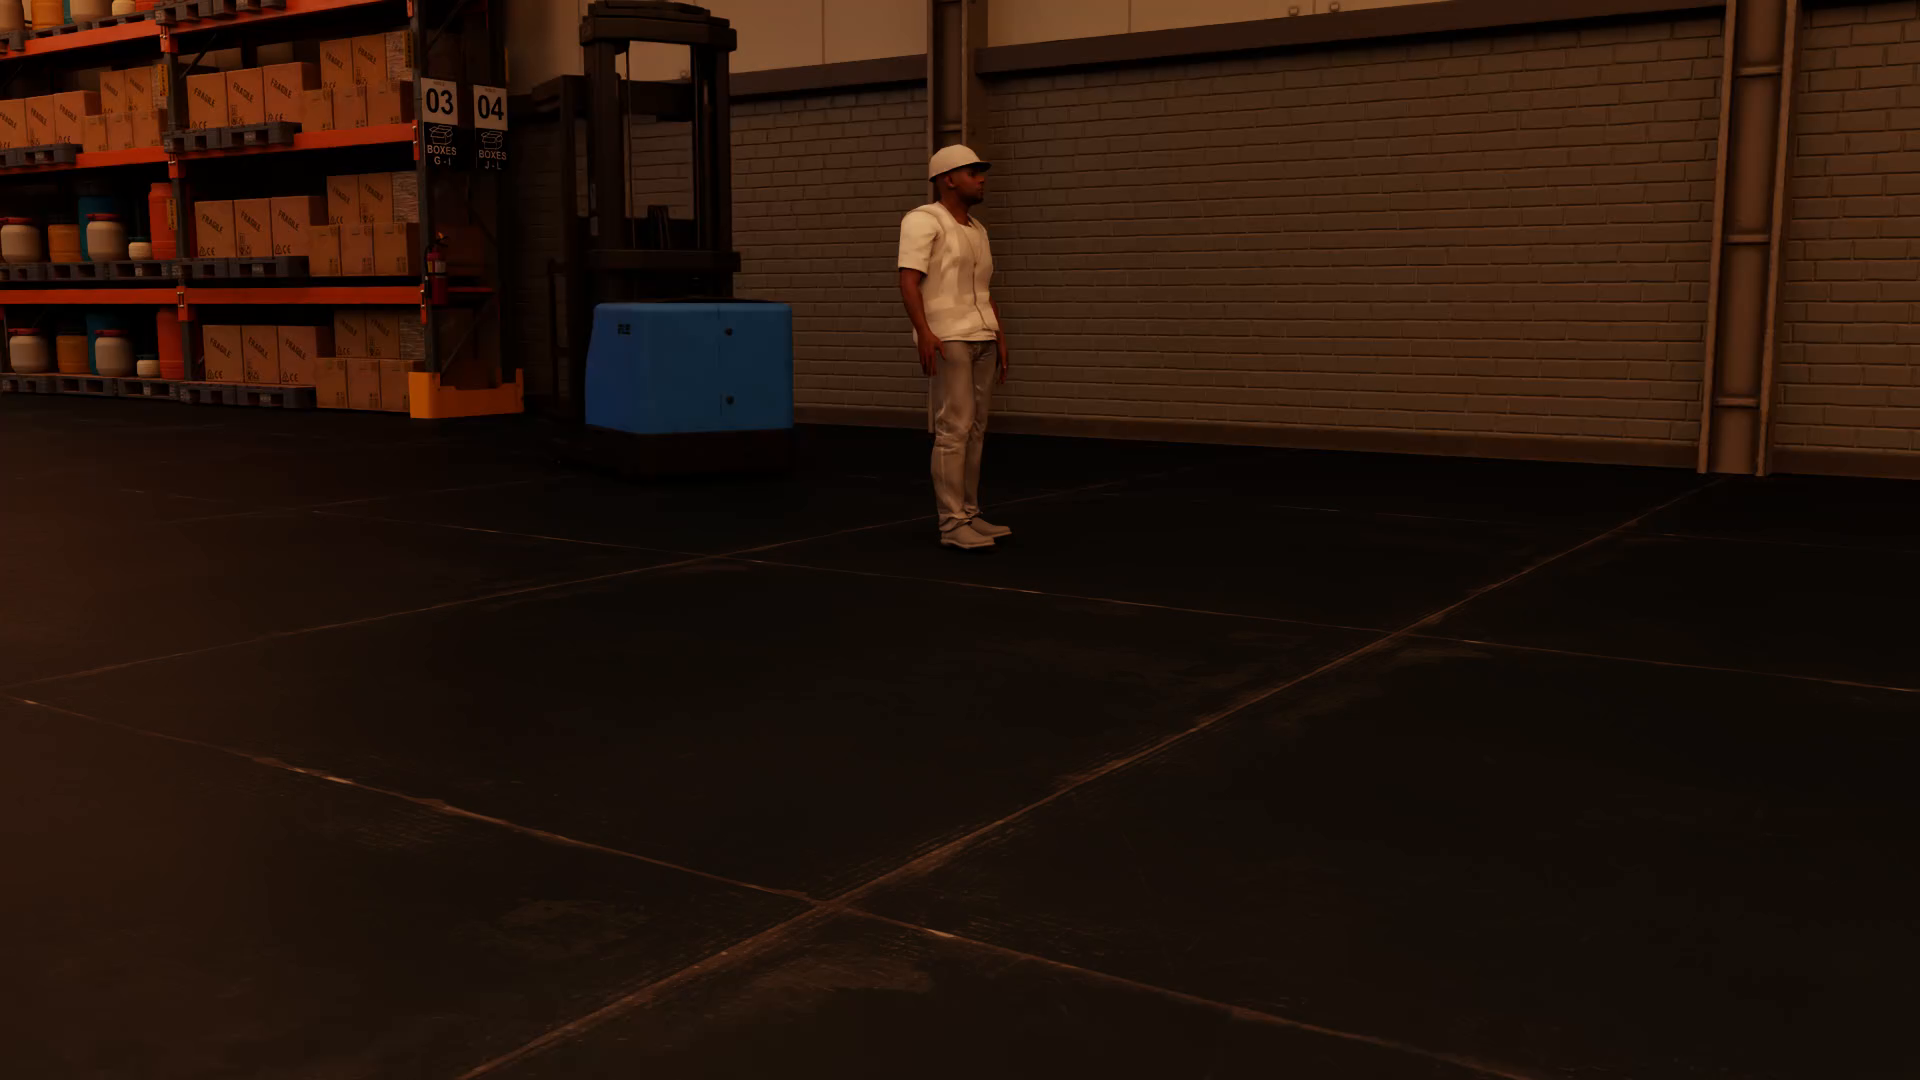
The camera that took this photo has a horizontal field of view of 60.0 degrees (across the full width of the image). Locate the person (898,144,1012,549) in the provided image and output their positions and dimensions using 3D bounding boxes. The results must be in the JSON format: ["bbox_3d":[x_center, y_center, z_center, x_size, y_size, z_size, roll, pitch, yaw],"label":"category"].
[{"bbox_3d":[0.054,-0.876,7.435,0.577,1.765,0.665,5,10,34],"label":"person"}]

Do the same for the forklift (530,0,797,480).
[{"bbox_3d":[-2.174,-1.979,11.112,1.130,2.935,3.031,-5,9,-29],"label":"forklift"}]
